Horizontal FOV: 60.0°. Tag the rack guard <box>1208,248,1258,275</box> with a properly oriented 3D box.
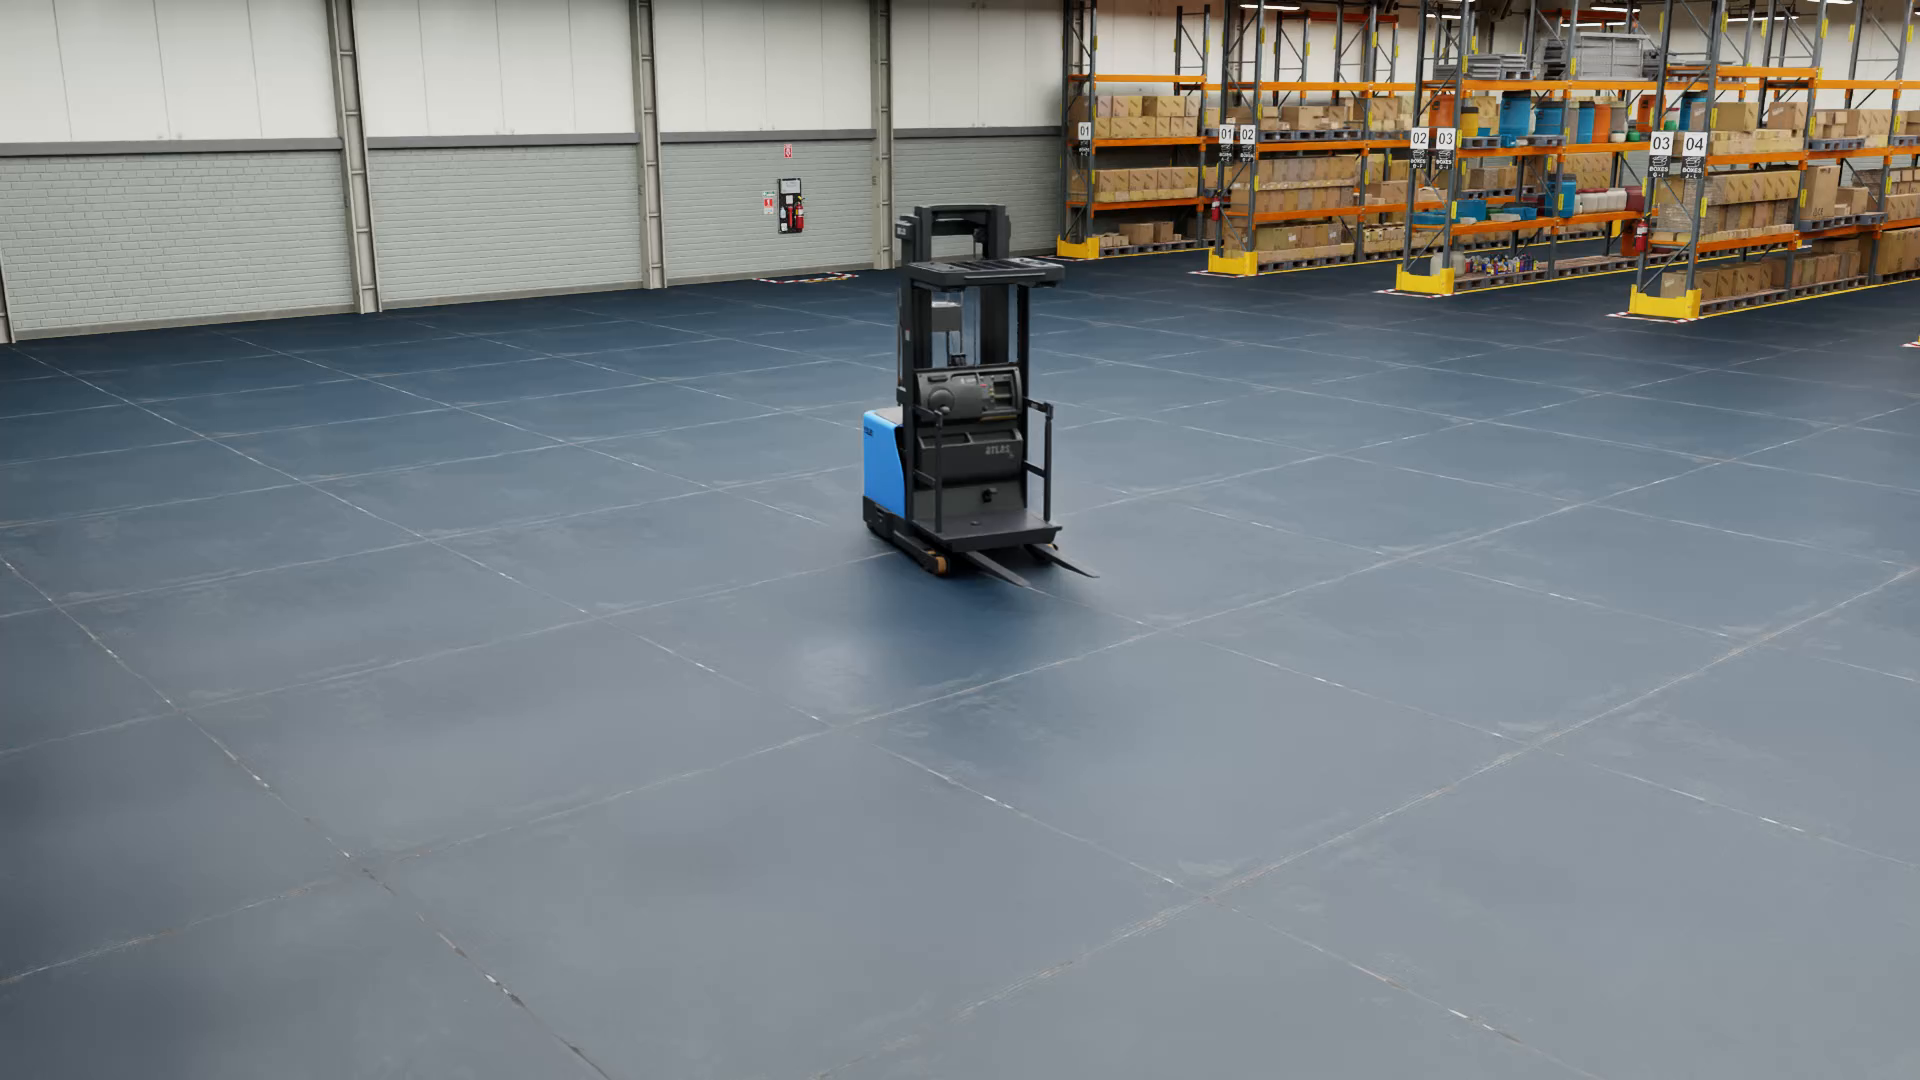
[{"bbox_3d":[6.064,-6.197,36.980,0.348,0.500,1.175,-13,19,-39],"label":"rack guard"}]

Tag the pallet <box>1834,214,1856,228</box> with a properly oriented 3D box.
[{"bbox_3d":[17.151,-6.399,33.264,1.213,0.211,1.003,-13,19,-39],"label":"pallet"}]

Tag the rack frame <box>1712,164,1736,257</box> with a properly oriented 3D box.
[{"bbox_3d":[18.383,-8.476,40.671,0.127,3.000,1.000,-13,19,-39],"label":"rack frame"}]

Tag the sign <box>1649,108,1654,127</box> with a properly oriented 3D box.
[{"bbox_3d":[12.233,-7.468,29.367,0.005,0.325,0.100,-13,19,-39],"label":"sign"}]

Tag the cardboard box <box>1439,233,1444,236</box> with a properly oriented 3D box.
[{"bbox_3d":[11.884,-7.772,41.463,0.500,0.311,0.500,-12,19,-38],"label":"cardboard box"}]

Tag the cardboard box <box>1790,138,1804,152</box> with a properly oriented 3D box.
[{"bbox_3d":[15.427,-7.406,31.140,0.500,0.250,0.500,-12,19,-37],"label":"cardboard box"}]

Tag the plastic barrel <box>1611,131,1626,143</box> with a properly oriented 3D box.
[{"bbox_3d":[14.560,-8.920,36.788,0.301,0.262,0.301,0,15,0],"label":"plastic barrel"}]

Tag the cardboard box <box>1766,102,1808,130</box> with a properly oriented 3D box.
[{"bbox_3d":[15.428,-7.914,31.013,0.500,0.500,0.500,-13,20,-41],"label":"cardboard box"}]

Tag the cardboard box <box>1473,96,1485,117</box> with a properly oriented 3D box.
[{"bbox_3d":[12.835,-10.903,41.813,0.500,0.500,0.500,-13,19,-39],"label":"cardboard box"}]

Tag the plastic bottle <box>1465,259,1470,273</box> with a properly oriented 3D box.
[{"bbox_3d":[10.637,-5.774,34.979,0.135,0.276,0.152,-12,19,-39],"label":"plastic bottle"}]

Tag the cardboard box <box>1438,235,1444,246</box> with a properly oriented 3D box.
[{"bbox_3d":[11.880,-7.502,41.536,0.500,0.250,0.500,-12,19,-38],"label":"cardboard box"}]

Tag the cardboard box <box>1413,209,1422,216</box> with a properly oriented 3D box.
[{"bbox_3d":[13.281,-9.678,49.200,0.500,0.500,0.700,-12,19,-38],"label":"cardboard box"}]

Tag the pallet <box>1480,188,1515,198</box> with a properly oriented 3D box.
[{"bbox_3d":[13.581,-9.001,43.008,1.213,0.211,1.003,-13,19,-39],"label":"pallet"}]

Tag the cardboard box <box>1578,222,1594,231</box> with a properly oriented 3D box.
[{"bbox_3d":[17.167,-8.708,46.013,0.500,0.250,0.500,-13,19,-39],"label":"cardboard box"}]

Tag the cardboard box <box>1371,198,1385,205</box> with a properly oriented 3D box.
[{"bbox_3d":[9.902,-8.075,39.655,0.250,0.149,0.380,-13,19,-39],"label":"cardboard box"}]

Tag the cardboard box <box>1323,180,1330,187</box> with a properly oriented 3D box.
[{"bbox_3d":[8.266,-8.188,38.141,0.250,0.149,0.380,-13,20,-40],"label":"cardboard box"}]

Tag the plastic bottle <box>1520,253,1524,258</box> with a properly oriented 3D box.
[{"bbox_3d":[11.957,-5.917,35.369,0.185,0.351,0.144,-13,19,-39],"label":"plastic bottle"}]

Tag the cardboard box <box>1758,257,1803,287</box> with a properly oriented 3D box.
[{"bbox_3d":[16.077,-5.262,32.627,0.700,0.500,0.500,14,21,43],"label":"cardboard box"}]

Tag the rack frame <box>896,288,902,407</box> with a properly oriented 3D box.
[{"bbox_3d":[-0.509,-1.262,15.405,0.015,2.100,0.400,-6,16,-20],"label":"rack frame"}]

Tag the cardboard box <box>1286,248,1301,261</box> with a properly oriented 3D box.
[{"bbox_3d":[7.385,-6.501,37.788,0.500,0.250,0.500,-13,19,-39],"label":"cardboard box"}]

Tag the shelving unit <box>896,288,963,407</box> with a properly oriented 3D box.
[{"bbox_3d":[-0.281,-1.284,15.488,0.503,2.100,0.431,-6,16,-20],"label":"shelving unit"}]

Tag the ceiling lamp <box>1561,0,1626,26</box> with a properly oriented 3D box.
[{"bbox_3d":[18.580,-16.764,48.762,0.800,3.185,2.000,-13,19,-39],"label":"ceiling lamp"}]

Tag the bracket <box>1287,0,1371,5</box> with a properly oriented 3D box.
[{"bbox_3d":[9.804,-14.751,45.560,4.783,0.066,0.076,-13,19,-39],"label":"bracket"}]

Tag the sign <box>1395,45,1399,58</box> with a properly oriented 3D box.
[{"bbox_3d":[12.245,-13.689,46.599,0.005,0.325,0.100,-13,19,-39],"label":"sign"}]

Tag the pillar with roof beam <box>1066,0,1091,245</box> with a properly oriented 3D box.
[{"bbox_3d":[5.614,-10.720,37.444,0.548,9.000,9.100,-13,19,-39],"label":"pillar with roof beam"}]

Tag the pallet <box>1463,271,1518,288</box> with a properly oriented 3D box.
[{"bbox_3d":[10.894,-5.461,34.784,1.213,0.211,1.003,-13,19,-39],"label":"pallet"}]

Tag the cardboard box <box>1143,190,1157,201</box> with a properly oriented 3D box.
[{"bbox_3d":[4.557,-8.591,41.353,0.500,0.250,0.500,-12,19,-39],"label":"cardboard box"}]

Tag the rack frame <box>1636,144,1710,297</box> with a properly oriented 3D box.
[{"bbox_3d":[12.582,-5.479,29.451,0.127,3.000,1.000,-13,19,-39],"label":"rack frame"}]

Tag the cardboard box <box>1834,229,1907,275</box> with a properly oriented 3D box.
[{"bbox_3d":[19.151,-6.124,35.167,0.875,0.875,1.225,-14,20,-42],"label":"cardboard box"}]

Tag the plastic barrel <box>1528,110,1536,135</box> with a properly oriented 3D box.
[{"bbox_3d":[11.895,-8.793,35.012,0.421,0.512,0.421,0,15,0],"label":"plastic barrel"}]

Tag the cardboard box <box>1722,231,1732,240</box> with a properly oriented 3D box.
[{"bbox_3d":[13.721,-5.525,30.109,0.250,0.149,0.380,-13,19,-39],"label":"cardboard box"}]

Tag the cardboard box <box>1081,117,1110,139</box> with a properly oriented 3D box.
[{"bbox_3d":[3.244,-9.887,39.908,0.500,0.500,0.500,-12,19,-38],"label":"cardboard box"}]

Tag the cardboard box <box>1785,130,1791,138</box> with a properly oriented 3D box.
[{"bbox_3d":[15.150,-7.528,30.827,0.250,0.149,0.380,-14,20,-42],"label":"cardboard box"}]

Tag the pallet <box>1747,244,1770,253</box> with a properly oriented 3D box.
[{"bbox_3d":[19.833,-7.469,42.303,1.213,0.211,1.003,-13,19,-39],"label":"pallet"}]

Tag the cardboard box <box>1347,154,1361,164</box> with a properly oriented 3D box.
[{"bbox_3d":[10.919,-10.669,46.617,0.500,0.250,0.500,-12,19,-38],"label":"cardboard box"}]

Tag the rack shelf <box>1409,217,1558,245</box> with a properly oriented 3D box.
[{"bbox_3d":[10.840,-6.435,34.422,4.000,0.370,1.077,-13,19,-39],"label":"rack shelf"}]

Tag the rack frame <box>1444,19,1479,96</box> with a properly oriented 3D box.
[{"bbox_3d":[14.898,-13.981,49.654,0.127,3.000,1.000,-13,19,-39],"label":"rack frame"}]

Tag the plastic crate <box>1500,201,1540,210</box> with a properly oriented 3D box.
[{"bbox_3d":[11.870,-7.027,35.366,0.504,0.338,0.767,-13,19,-39],"label":"plastic crate"}]

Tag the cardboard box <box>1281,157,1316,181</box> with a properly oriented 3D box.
[{"bbox_3d":[7.633,-8.430,37.789,0.500,0.500,0.700,-13,19,-39],"label":"cardboard box"}]

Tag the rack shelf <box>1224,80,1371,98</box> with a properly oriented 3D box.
[{"bbox_3d":[7.591,-10.105,37.312,4.000,0.370,1.077,-13,19,-39],"label":"rack shelf"}]

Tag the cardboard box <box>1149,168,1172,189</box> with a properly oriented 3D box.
[{"bbox_3d":[4.932,-9.040,41.580,0.500,0.500,0.500,-13,20,-41],"label":"cardboard box"}]

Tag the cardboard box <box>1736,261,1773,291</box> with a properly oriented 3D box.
[{"bbox_3d":[15.272,-5.092,32.031,0.500,0.500,0.500,-13,20,-41],"label":"cardboard box"}]

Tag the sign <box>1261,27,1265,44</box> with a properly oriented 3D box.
[{"bbox_3d":[6.442,-10.726,35.349,0.005,0.325,0.100,-13,19,-39],"label":"sign"}]

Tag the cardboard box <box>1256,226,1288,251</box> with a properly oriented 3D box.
[{"bbox_3d":[7.009,-6.778,37.373,0.500,0.500,0.500,-13,19,-39],"label":"cardboard box"}]

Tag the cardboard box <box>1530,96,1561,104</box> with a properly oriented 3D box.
[{"bbox_3d":[15.476,-11.512,44.091,0.500,0.500,0.700,-13,19,-39],"label":"cardboard box"}]

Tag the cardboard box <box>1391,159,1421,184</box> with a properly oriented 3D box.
[{"bbox_3d":[12.854,-10.761,48.644,0.700,0.700,0.980,-13,20,-41],"label":"cardboard box"}]

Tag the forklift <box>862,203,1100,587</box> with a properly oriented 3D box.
[{"bbox_3d":[0.170,-1.244,13.728,1.130,2.935,3.031,-6,16,-23],"label":"forklift"}]

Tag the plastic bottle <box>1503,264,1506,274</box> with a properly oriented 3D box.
[{"bbox_3d":[11.312,-5.642,34.631,0.097,0.201,0.097,0,15,0],"label":"plastic bottle"}]

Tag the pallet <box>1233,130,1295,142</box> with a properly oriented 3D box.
[{"bbox_3d":[6.632,-8.930,36.727,1.213,0.211,1.003,-13,19,-39],"label":"pallet"}]

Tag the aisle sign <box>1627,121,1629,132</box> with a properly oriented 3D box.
[{"bbox_3d":[18.405,-11.327,46.305,0.004,0.787,0.394,-13,19,-39],"label":"aisle sign"}]

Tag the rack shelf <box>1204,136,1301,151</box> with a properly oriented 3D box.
[{"bbox_3d":[7.354,-10.490,43.792,4.000,0.370,1.077,-13,19,-39],"label":"rack shelf"}]

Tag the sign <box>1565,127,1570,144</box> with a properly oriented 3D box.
[{"bbox_3d":[12.701,-8.466,34.801,0.005,0.325,0.100,-13,19,-39],"label":"sign"}]

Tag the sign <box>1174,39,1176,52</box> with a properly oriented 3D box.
[{"bbox_3d":[5.476,-12.583,42.304,0.005,0.325,0.100,-13,19,-39],"label":"sign"}]
